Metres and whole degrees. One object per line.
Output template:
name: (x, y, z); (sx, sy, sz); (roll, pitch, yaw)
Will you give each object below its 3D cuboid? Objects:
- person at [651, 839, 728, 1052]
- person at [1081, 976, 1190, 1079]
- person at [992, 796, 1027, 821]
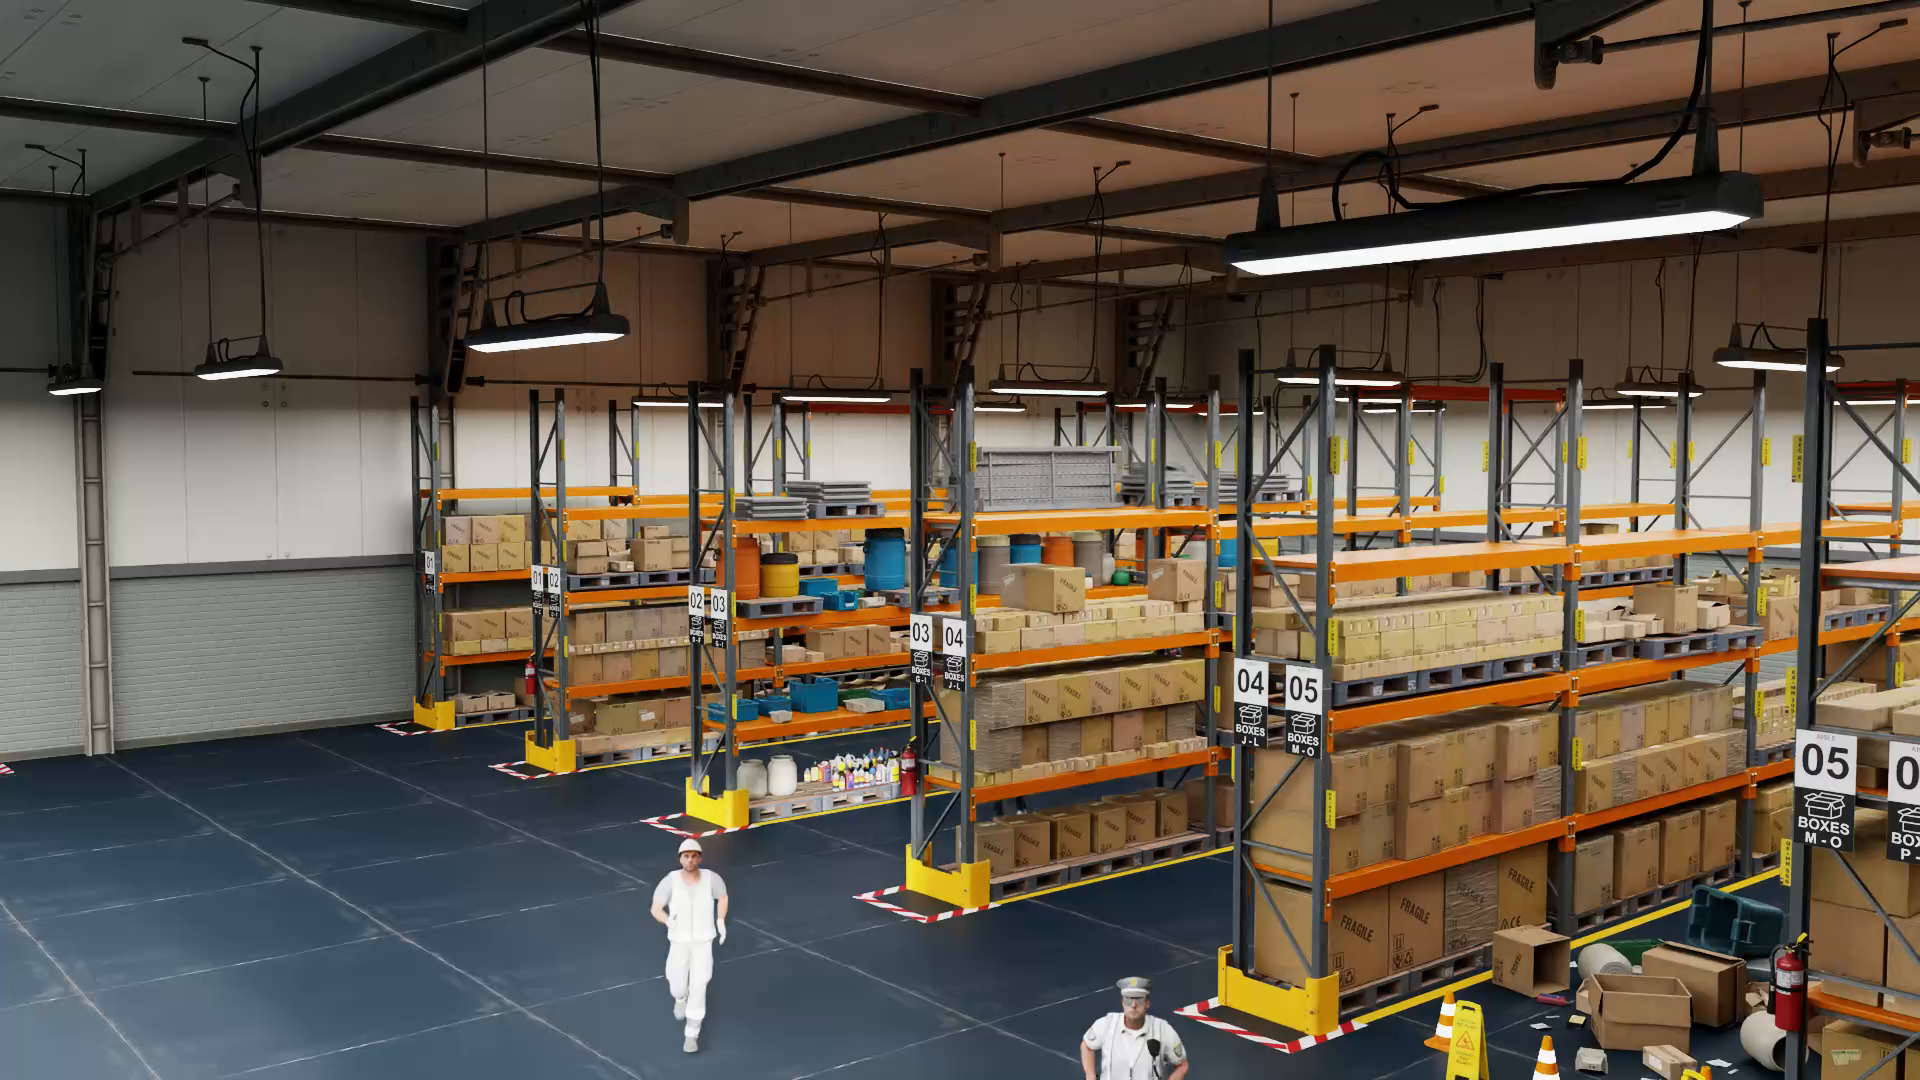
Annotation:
person: (-2.320, 3.435, 14.315); (0.663, 1.757, 0.782); (-1, 3, -11)
person: (1.107, 3.655, 10.648); (0.710, 1.757, 0.563); (1, 3, 10)
person: (0.640, 3.039, 22.375); (0.522, 1.636, 0.690); (3, 4, 39)
